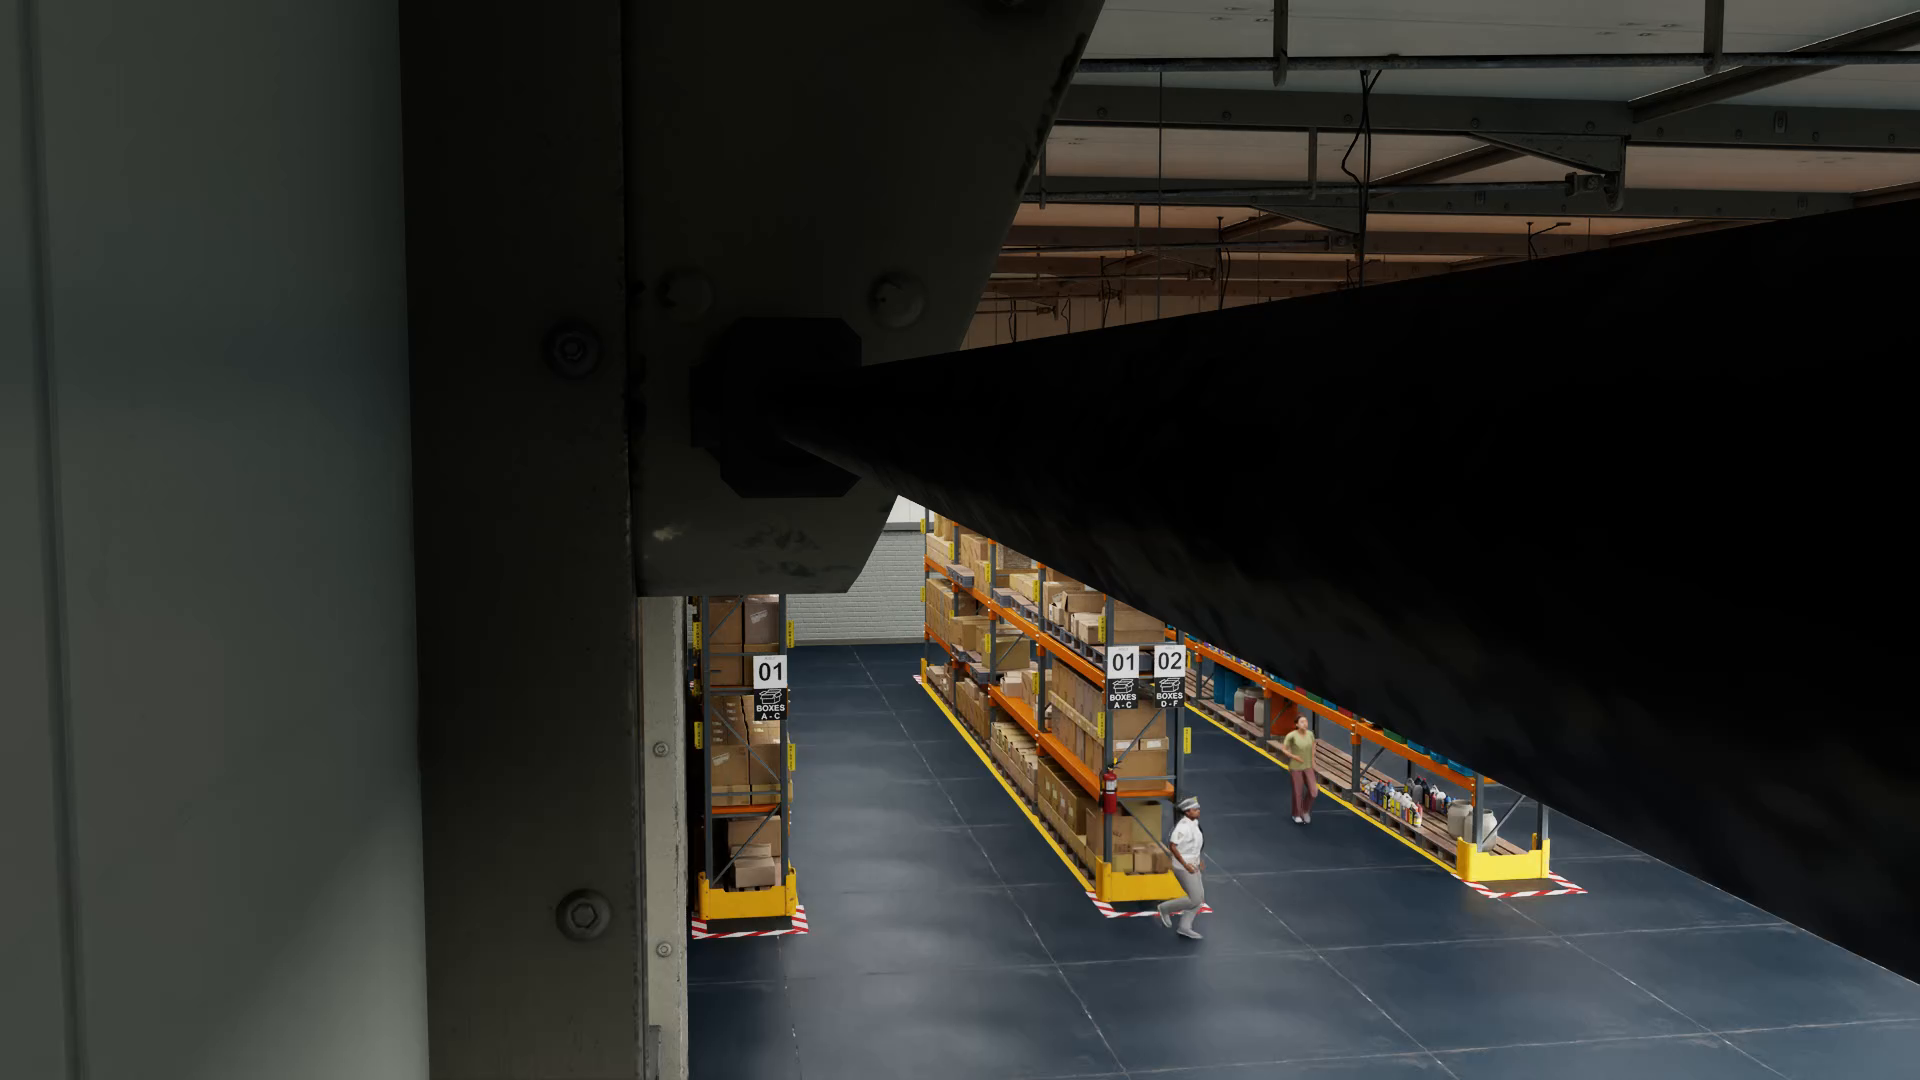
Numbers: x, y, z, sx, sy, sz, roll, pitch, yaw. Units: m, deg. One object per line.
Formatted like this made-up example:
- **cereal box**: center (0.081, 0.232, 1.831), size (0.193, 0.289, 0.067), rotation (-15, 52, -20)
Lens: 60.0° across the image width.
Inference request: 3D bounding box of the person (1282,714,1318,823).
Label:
- **person**: center (5.002, 3.360, 24.375), size (0.578, 1.629, 0.590), rotation (-1, 5, -10)

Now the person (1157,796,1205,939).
- **person**: center (2.592, 3.810, 19.419), size (0.531, 1.680, 0.598), rotation (2, 6, 24)
